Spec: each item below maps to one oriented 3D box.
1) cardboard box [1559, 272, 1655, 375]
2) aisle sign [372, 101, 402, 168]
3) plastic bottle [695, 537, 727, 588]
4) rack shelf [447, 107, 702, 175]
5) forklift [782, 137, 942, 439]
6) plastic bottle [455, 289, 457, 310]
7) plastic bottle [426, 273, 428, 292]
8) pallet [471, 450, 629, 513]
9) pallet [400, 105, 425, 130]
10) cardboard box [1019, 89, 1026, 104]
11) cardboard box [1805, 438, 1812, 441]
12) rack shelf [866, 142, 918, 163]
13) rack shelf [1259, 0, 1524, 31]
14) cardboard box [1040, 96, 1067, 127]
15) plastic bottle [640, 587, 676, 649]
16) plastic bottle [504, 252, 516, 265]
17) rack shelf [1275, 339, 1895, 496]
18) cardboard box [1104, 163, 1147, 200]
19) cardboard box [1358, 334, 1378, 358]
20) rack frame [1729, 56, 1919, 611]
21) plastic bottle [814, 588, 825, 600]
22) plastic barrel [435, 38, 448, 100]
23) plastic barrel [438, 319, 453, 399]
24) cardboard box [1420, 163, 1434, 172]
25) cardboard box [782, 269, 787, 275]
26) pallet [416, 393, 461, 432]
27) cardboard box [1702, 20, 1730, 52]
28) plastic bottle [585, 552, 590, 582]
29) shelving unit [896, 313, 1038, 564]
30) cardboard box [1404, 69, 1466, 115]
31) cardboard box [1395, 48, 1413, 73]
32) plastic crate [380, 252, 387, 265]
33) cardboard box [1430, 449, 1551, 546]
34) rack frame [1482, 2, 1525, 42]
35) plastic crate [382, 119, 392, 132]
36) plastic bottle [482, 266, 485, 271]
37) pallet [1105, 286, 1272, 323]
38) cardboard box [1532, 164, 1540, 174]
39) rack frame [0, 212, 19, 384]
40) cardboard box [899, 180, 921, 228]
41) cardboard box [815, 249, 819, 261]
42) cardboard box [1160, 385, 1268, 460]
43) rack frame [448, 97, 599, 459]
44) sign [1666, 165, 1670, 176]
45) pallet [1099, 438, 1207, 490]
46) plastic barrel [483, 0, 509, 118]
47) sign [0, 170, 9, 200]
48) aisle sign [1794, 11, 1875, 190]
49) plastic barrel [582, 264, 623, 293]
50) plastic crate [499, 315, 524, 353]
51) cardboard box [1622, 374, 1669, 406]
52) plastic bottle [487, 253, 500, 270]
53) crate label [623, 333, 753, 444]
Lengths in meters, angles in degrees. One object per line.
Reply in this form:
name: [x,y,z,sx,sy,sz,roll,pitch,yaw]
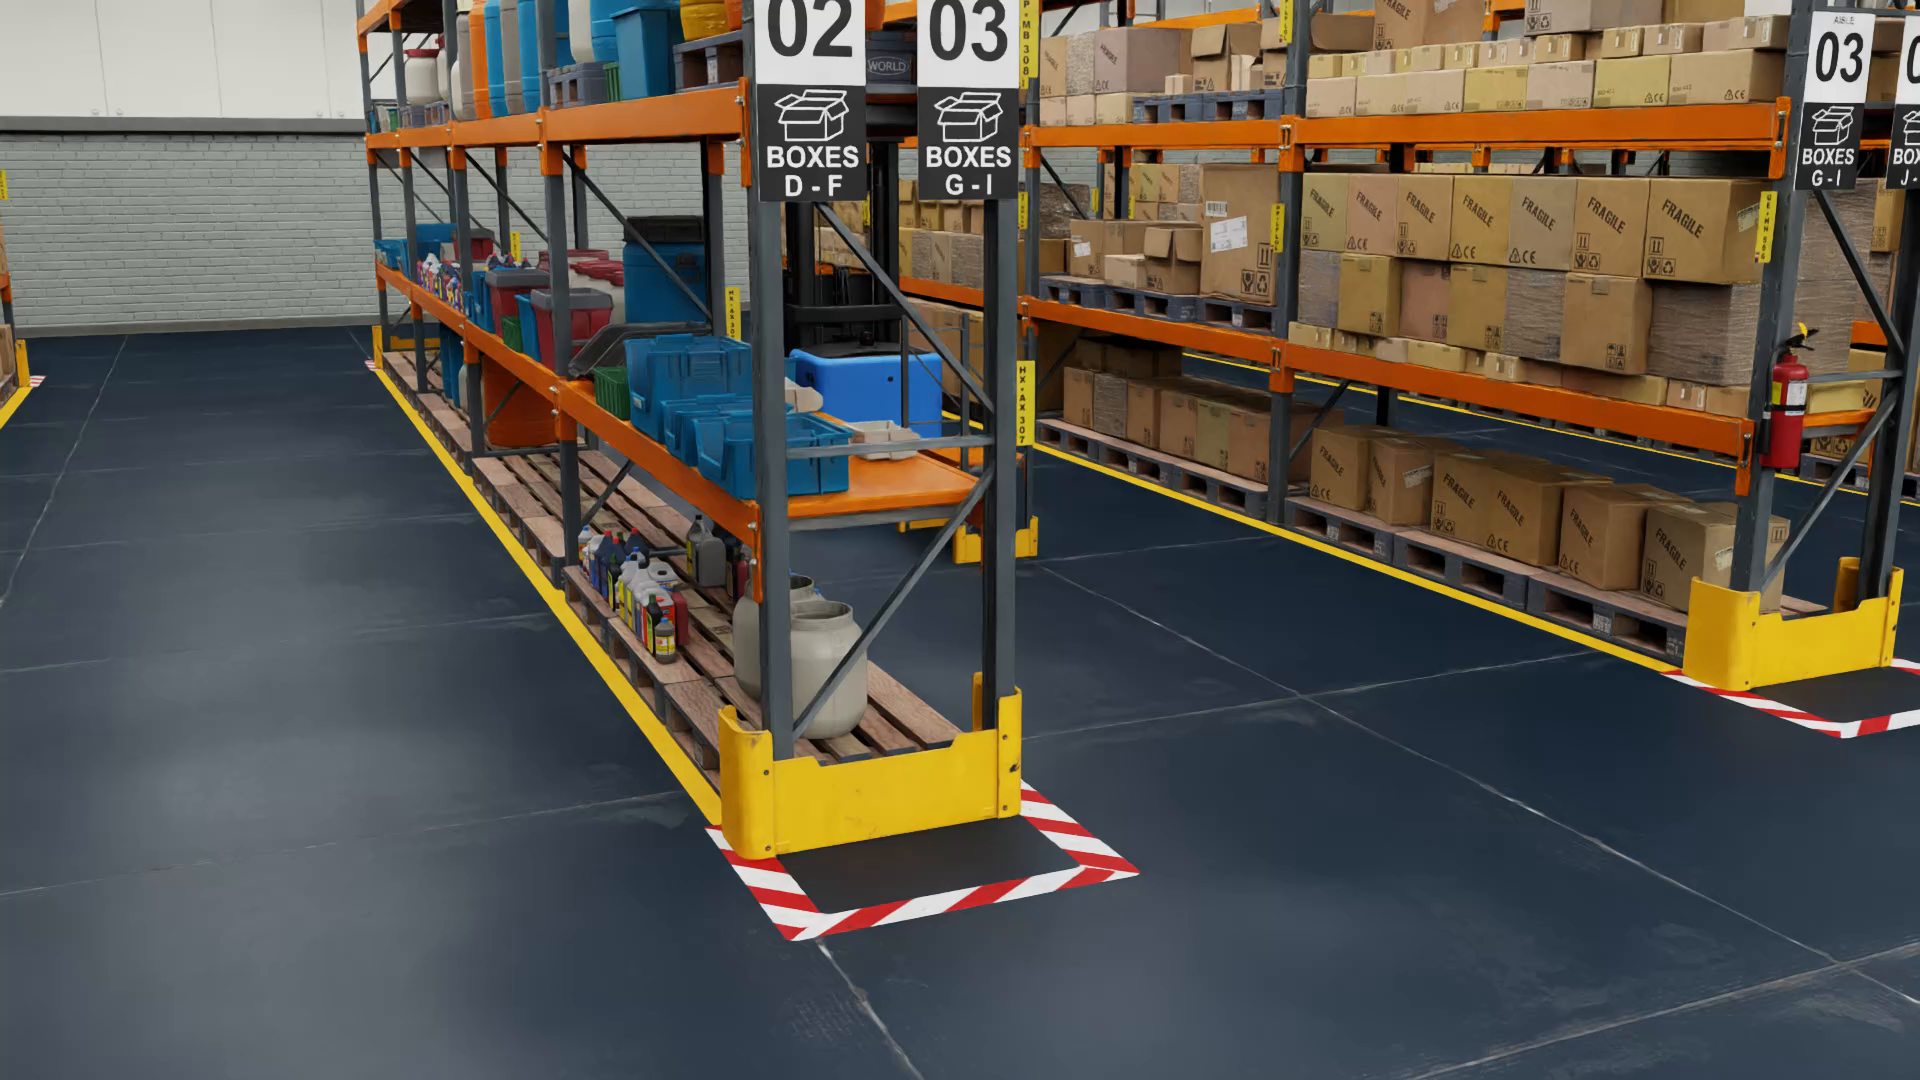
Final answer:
cardboard box: [3.767,-1.188,8.970,0.875,0.500,0.500,-6,14,-23]
aisle sign: [-6.976,-4.899,20.119,0.394,0.787,0.004,-6,14,-23]
plastic bottle: [-1.395,0.113,9.295,0.152,0.276,0.135,-6,14,-23]
rack shelf: [-2.670,-2.689,11.280,1.077,0.370,4.000,-6,14,-23]
forklift: [-1.129,-2.083,13.868,1.130,2.935,3.031,-5,14,-21]
plastic bottle: [-4.185,-2.033,13.942,0.097,0.201,0.097,0,13,0]
plastic bottle: [-5.030,-2.469,15.826,0.097,0.201,0.097,0,13,0]
pallet: [-3.196,-0.469,12.930,1.003,0.211,1.213,-6,14,-23]
pallet: [-4.670,-4.034,15.915,1.213,0.211,1.003,-6,14,-23]
cardboard box: [0.757,-4.275,15.375,0.797,0.503,0.637,-5,14,-20]
cardboard box: [6.924,-1.268,14.255,1.050,0.750,0.750,-6,14,-23]
rack shelf: [-1.336,-4.789,20.354,1.077,0.370,4.000,-6,14,-23]
rack shelf: [4.851,-5.657,18.336,1.077,0.370,4.000,-6,14,-23]
cardboard box: [1.023,-3.707,14.415,0.500,0.250,0.500,-5,14,-22]
plastic bottle: [-1.479,0.380,8.143,0.152,0.276,0.135,-6,14,-23]
plastic bottle: [-4.331,-2.595,16.041,0.144,0.351,0.185,-6,14,-23]
rack shelf: [3.471,-0.849,9.980,1.077,0.370,4.000,-6,14,-23]
cardboard box: [2.385,-5.083,23.580,0.500,0.500,0.500,-6,14,-23]
cardboard box: [2.803,-1.266,10.744,0.380,0.149,0.250,-6,14,-23]
rack frame: [4.272,-0.786,8.114,1.000,3.000,0.127,-6,14,-23]
plastic bottle: [-0.707,0.373,8.179,0.097,0.271,0.097,0,13,0]
plastic barrel: [-4.319,-4.076,14.445,0.433,0.535,0.433,0,13,0]
plastic barrel: [-4.871,-1.886,16.590,0.600,0.901,0.708,-6,14,-23]
cardboard box: [7.123,-5.576,24.931,0.380,0.149,0.250,-6,14,-25]
cardboard box: [-1.807,-3.136,22.049,0.875,0.875,0.875,-6,14,-23]
pallet: [-4.802,-1.296,16.502,1.003,0.211,1.213,-6,14,-23]
cardboard box: [3.878,-2.462,8.152,0.380,0.149,0.250,-6,14,-25]
plastic bottle: [-2.061,0.131,9.381,0.097,0.201,0.097,0,13,0]
shelving unit: [0.031,-0.715,11.133,0.587,1.500,1.083,-6,14,-23]
cardboard box: [3.021,-2.672,9.944,0.500,0.250,0.500,-6,14,-25]
cardboard box: [2.914,-2.946,10.244,0.380,0.149,0.250,-5,14,-21]
plastic crate: [-6.554,-3.250,19.214,0.250,0.136,0.298,-6,14,-23]
cardboard box: [3.350,-0.274,10.515,0.500,0.500,0.500,-7,15,-28]
rack frame: [5.653,-5.789,16.424,1.000,3.000,0.127,-6,14,-23]
plastic crate: [-5.931,-4.379,17.571,0.293,0.136,0.466,-6,14,-23]
plastic bottle: [-4.726,-2.654,16.624,0.097,0.201,0.097,0,13,0]
pallet: [1.898,-1.940,13.526,1.003,0.211,1.213,-6,14,-23]
cardboard box: [8.124,-5.111,22.925,0.380,0.149,0.250,-5,14,-22]
rack frame: [-11.215,-3.198,18.534,1.000,3.000,0.127,-6,14,-23]
cardboard box: [-0.271,-3.672,18.135,0.797,0.503,0.637,-6,14,-24]
cardboard box: [-1.573,-3.494,20.373,0.380,0.149,0.250,-5,14,-22]
cardboard box: [2.045,-0.954,13.406,0.700,0.500,0.500,-7,15,-28]
rack frame: [-3.471,-1.992,13.322,1.000,3.000,0.127,-6,14,-23]
sign: [12.006,-6.200,28.237,0.100,0.325,0.005,-6,14,-23]
pallet: [1.864,-0.667,13.784,1.003,0.211,1.213,-6,14,-23]
plastic barrel: [-2.795,-3.226,10.894,0.600,0.901,0.708,-6,14,-23]
sign: [-10.699,-3.962,18.566,0.100,0.325,0.005,-6,14,-23]
aisle sign: [4.022,-2.013,7.648,0.394,0.787,0.004,-6,14,-23]
plastic barrel: [-2.345,-1.600,11.331,0.433,0.535,0.433,0,13,0]
plastic crate: [-2.825,-1.396,11.220,0.450,0.188,0.662,-6,14,-23]
cardboard box: [3.722,-0.803,8.743,0.380,0.149,0.250,-6,14,-23]
plastic bottle: [-4.463,-2.582,15.985,0.144,0.351,0.185,-6,14,-23]
crate label: [-1.251,-0.712,7.715,0.502,0.435,0.616,-6,14,-23]
